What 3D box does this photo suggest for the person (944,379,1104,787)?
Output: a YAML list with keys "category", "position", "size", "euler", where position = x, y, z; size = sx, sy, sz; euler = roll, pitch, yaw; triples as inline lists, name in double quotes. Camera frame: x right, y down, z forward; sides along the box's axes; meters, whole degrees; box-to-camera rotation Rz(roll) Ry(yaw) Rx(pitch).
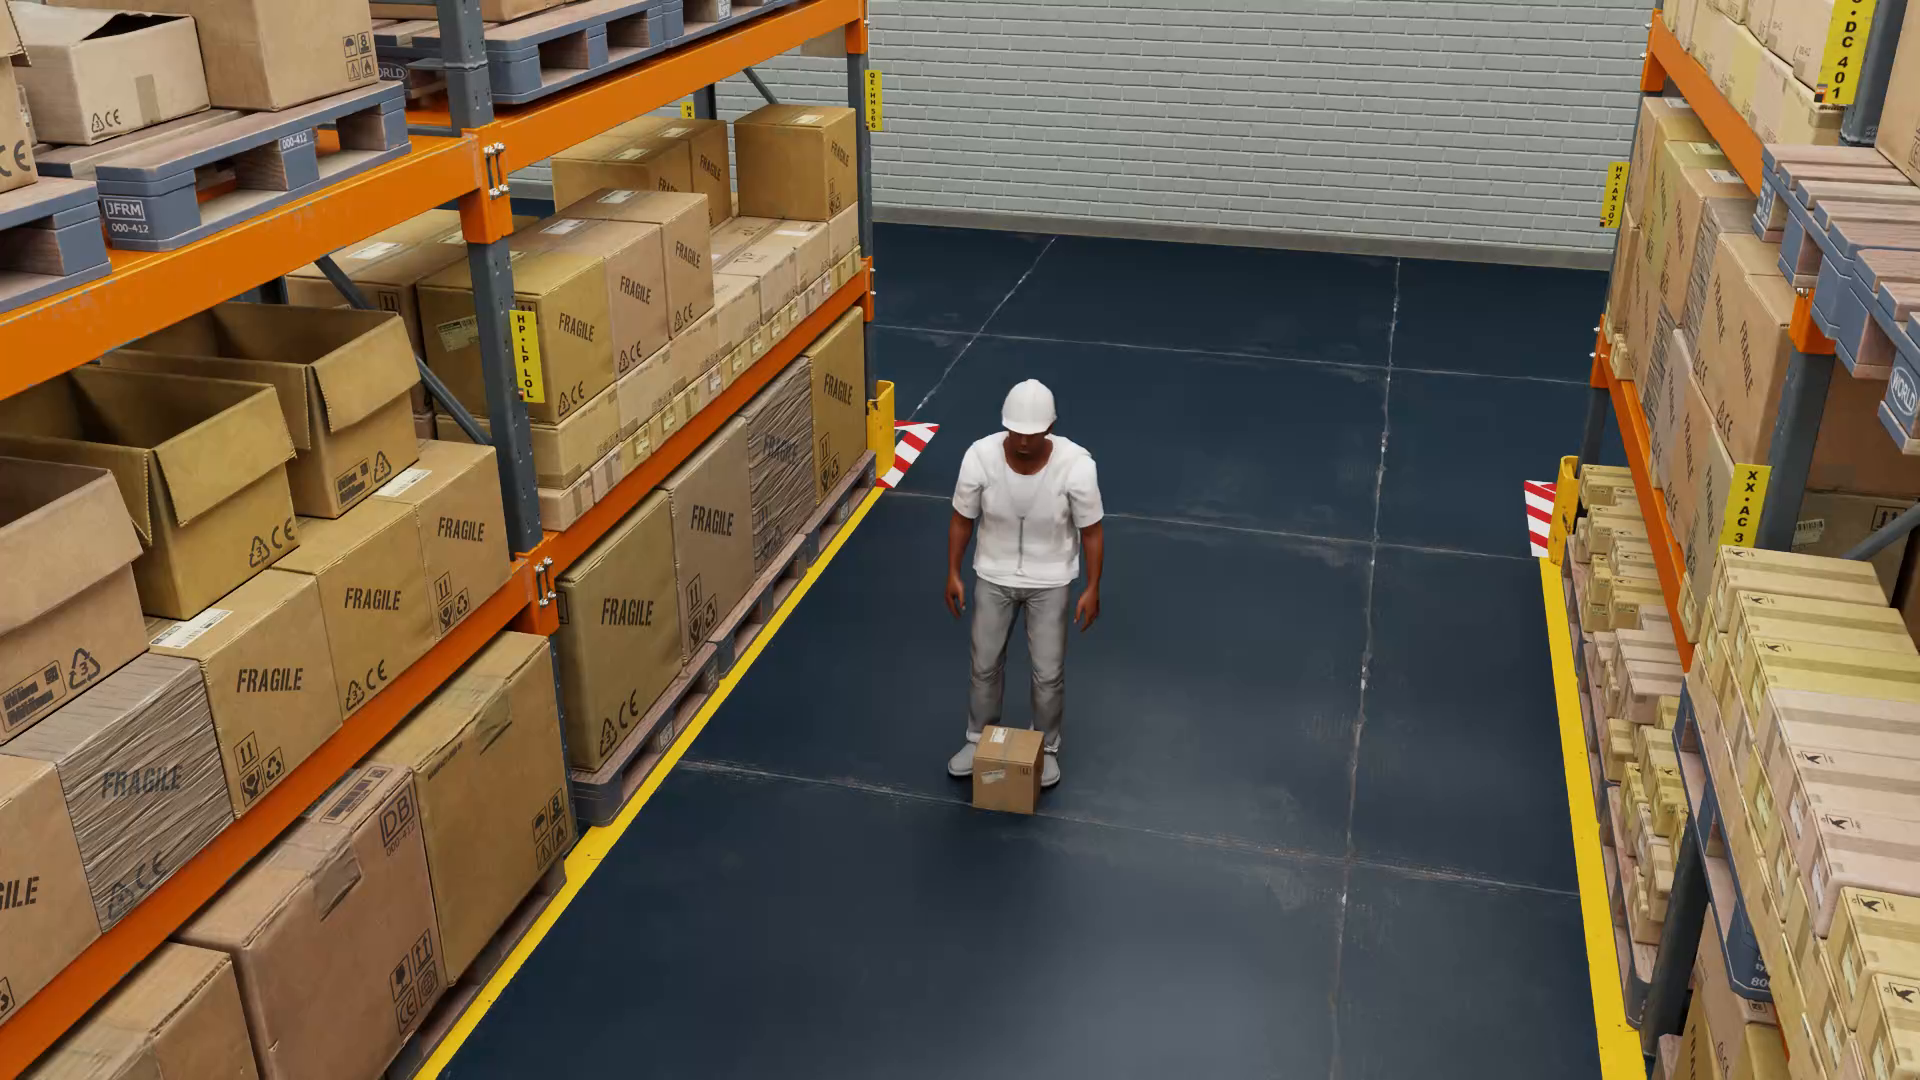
- category: "person"
  position: [0.255, 0.171, 6.723]
  size: [0.637, 1.761, 0.456]
  euler: [5, 26, 11]
